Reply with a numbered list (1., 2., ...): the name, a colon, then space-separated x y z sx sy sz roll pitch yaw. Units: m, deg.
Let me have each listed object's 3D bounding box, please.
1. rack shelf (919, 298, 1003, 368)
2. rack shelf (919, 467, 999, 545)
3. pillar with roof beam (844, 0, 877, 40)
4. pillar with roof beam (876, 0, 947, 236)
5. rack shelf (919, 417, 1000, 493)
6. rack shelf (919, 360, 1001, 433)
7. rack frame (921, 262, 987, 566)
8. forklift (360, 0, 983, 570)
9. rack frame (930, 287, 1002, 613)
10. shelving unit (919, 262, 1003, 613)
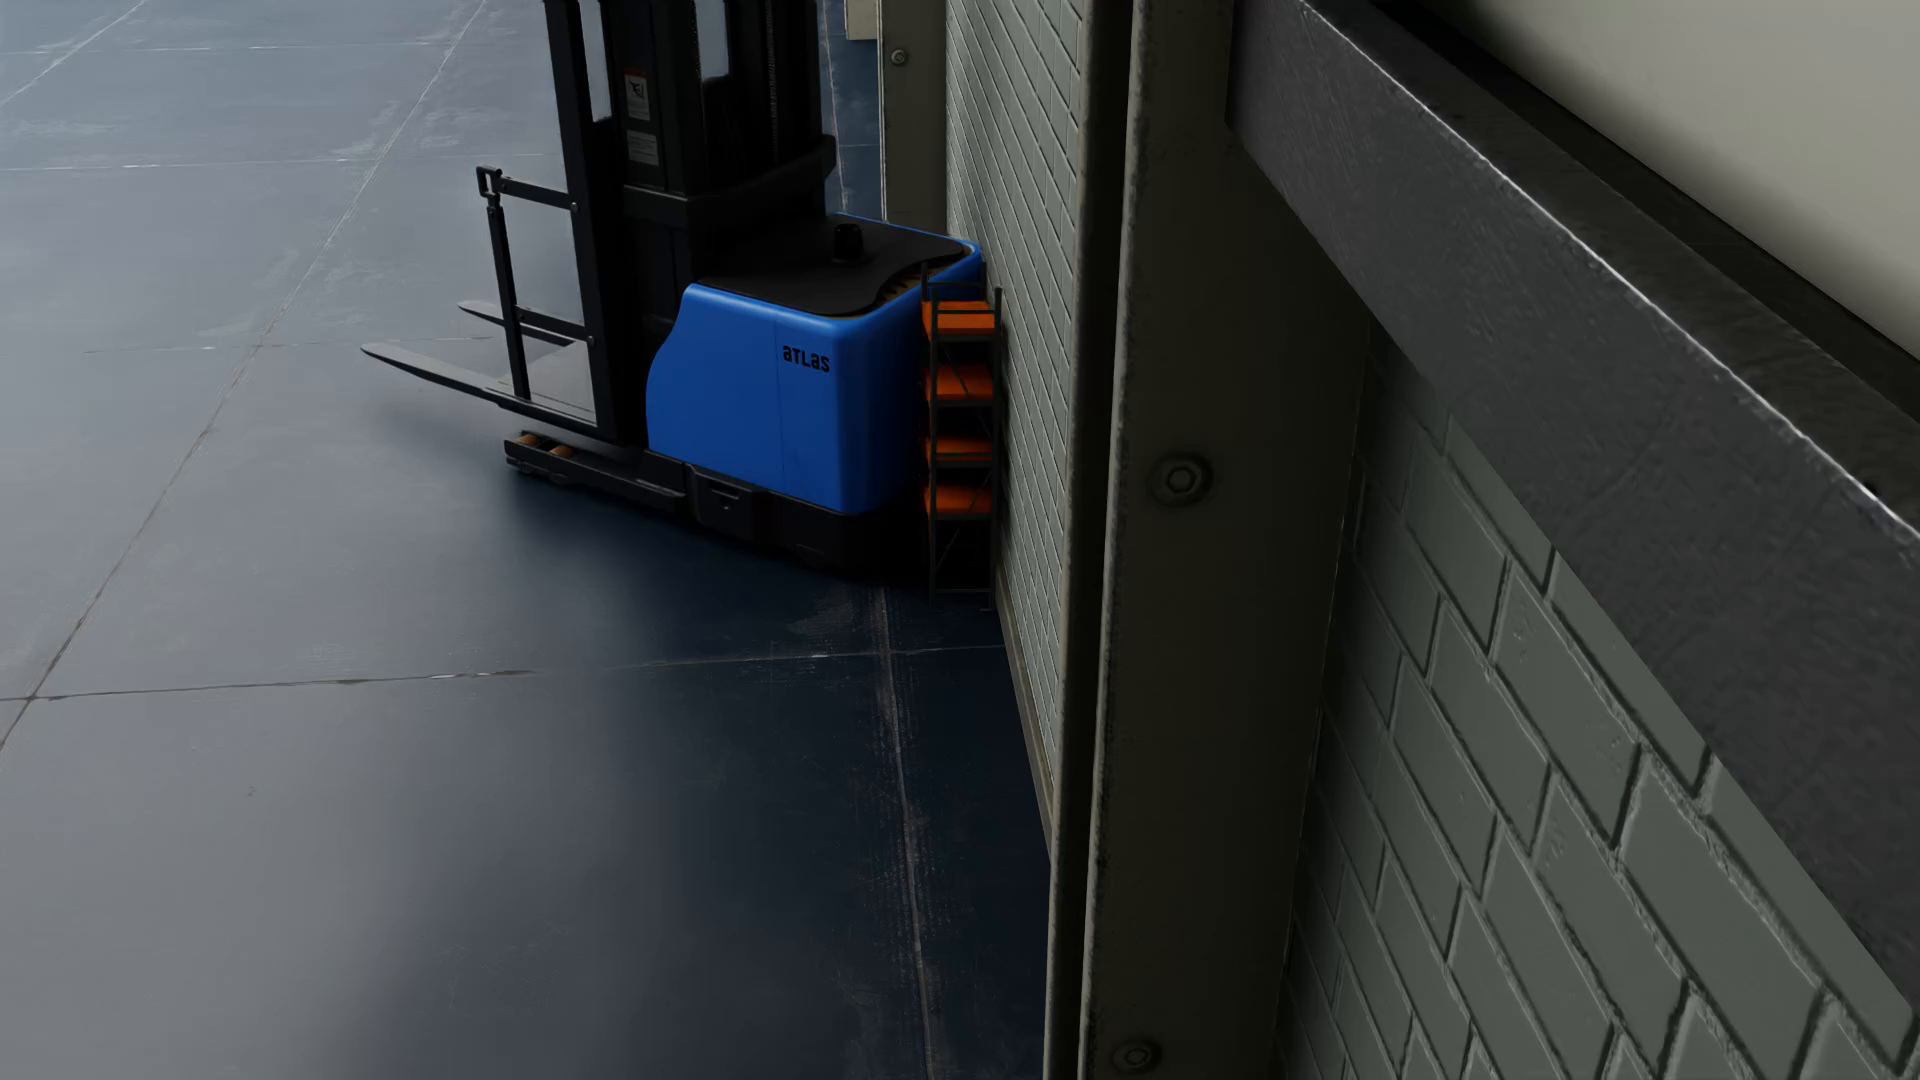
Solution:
1. rack shelf: -0.002 -0.753 6.004 0.258 0.148 0.480 -1 20 -5
2. rack shelf: -0.009 -0.133 6.226 0.258 0.148 0.480 -1 20 -5
3. pillar with roof beam: -5.076 -7.858 11.130 9.100 9.000 0.400 -3 31 -5
4. pillar with roof beam: -4.515 -4.794 6.001 9.100 9.000 0.400 -3 31 -5
5. rack shelf: -0.007 -0.320 6.159 0.258 0.148 0.480 -1 20 -5
6. rack shelf: -0.005 -0.530 6.084 0.258 0.148 0.480 -1 20 -5
7. rack frame: -0.029 -0.465 6.365 0.240 1.200 0.015 -1 20 -5
8. forklift: -1.371 -1.703 6.744 3.031 2.935 1.130 18 35 27
9. rack frame: 0.016 -0.301 5.908 0.240 1.200 0.015 -1 20 -5
10. shelving unit: -0.006 -0.383 6.136 0.258 1.200 0.503 -1 20 -5
